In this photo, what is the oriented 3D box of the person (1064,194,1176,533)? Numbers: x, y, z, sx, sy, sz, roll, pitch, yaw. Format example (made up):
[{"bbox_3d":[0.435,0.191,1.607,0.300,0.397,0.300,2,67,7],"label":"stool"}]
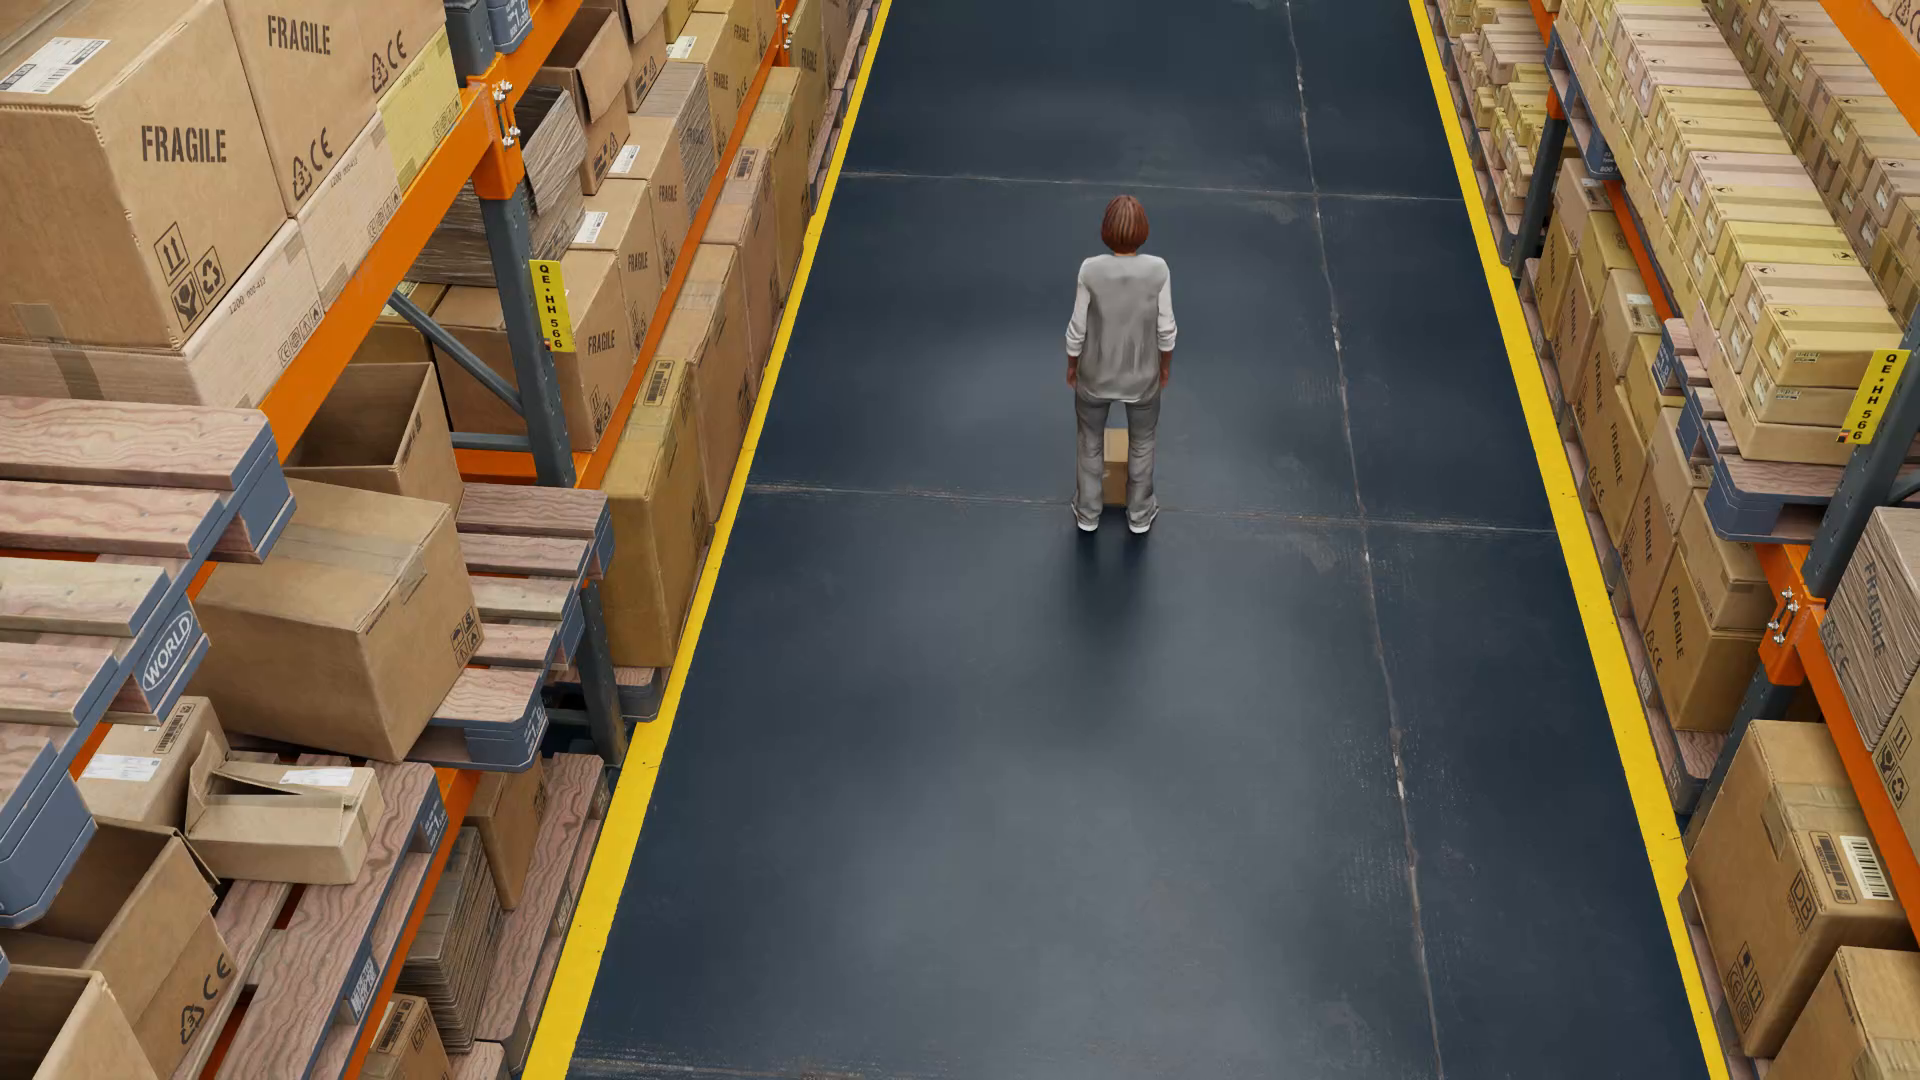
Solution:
[{"bbox_3d":[0.663,-0.691,6.971,0.468,1.592,0.348,2,41,2],"label":"person"}]
